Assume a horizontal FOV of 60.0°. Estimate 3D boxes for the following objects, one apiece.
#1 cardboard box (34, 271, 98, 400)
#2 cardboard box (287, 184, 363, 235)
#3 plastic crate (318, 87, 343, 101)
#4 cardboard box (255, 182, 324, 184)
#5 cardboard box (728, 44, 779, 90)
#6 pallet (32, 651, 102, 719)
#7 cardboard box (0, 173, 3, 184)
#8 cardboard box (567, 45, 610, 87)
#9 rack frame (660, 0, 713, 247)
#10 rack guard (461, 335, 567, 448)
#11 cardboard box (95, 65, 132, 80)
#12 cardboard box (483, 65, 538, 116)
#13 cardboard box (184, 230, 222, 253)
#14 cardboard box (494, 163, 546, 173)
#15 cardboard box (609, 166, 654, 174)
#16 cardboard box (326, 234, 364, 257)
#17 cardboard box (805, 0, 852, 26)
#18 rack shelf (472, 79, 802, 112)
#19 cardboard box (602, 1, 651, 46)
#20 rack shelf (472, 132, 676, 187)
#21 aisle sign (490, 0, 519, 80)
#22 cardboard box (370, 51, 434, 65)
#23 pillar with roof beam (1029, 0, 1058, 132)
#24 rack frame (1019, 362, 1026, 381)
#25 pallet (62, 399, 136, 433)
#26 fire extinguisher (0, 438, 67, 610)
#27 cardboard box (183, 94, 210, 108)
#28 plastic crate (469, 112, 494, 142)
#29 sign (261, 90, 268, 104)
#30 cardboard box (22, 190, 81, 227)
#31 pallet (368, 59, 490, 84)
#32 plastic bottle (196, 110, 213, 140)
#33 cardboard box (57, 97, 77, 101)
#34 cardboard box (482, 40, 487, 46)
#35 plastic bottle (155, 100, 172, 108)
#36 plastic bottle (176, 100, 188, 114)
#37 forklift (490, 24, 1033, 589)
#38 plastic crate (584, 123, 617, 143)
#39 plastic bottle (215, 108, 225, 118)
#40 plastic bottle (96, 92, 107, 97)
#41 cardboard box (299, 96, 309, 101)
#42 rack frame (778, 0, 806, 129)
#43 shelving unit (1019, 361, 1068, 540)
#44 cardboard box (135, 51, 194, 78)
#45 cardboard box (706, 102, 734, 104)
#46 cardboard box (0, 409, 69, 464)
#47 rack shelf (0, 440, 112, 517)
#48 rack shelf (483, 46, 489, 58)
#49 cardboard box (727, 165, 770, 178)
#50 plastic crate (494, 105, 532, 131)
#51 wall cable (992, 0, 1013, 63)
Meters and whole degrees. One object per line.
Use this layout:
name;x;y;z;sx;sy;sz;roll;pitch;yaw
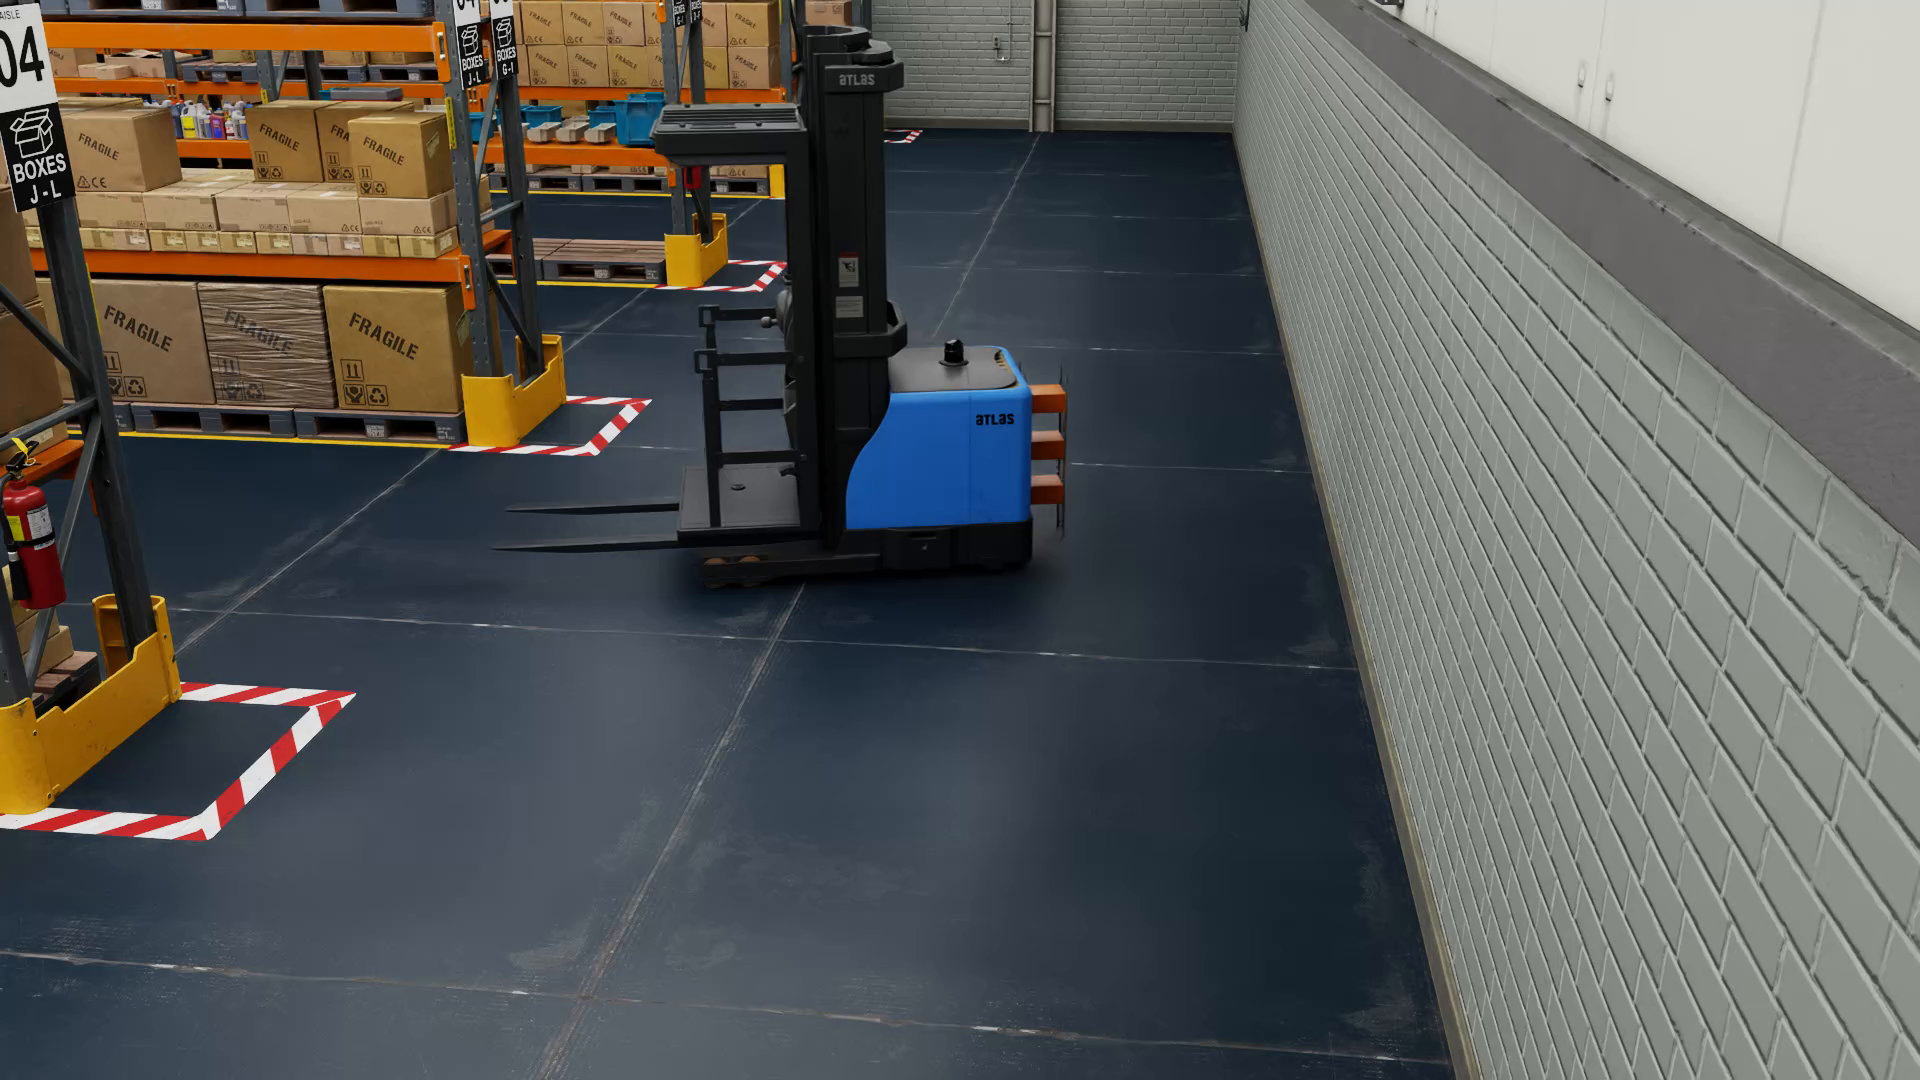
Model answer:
cardboard box;-6.558;-1.580;12.174;0.875;0.875;0.875;2;22;6
cardboard box;-4.248;-2.272;11.406;0.500;0.250;0.500;2;22;5
plastic crate;-6.117;-4.363;16.837;0.575;0.384;0.392;2;22;6
cardboard box;-4.692;-2.488;11.953;0.500;0.250;0.500;2;22;4
cardboard box;-2.539;-5.840;20.497;0.500;0.500;0.500;3;22;8
pallet;-4.794;0.795;7.642;1.213;0.211;1.003;2;22;6
cardboard box;-6.758;-2.733;11.554;0.500;0.500;0.500;2;22;6
cardboard box;-4.555;-5.928;20.719;0.500;0.500;0.500;2;22;6
rack frame;-2.649;-4.066;16.143;0.127;3.000;1.000;2;22;6
rack guard;-3.208;-1.094;12.026;0.348;0.500;1.175;2;22;6
cardboard box;-10.932;-6.041;21.482;0.250;0.149;0.380;2;22;6
cardboard box;-6.999;-7.069;26.094;0.750;0.750;0.750;3;22;8
cardboard box;-5.142;-2.102;11.518;0.250;0.149;0.380;3;22;7
cardboard box;-5.643;-4.904;21.323;0.500;0.311;0.500;2;22;6
cardboard box;-4.168;-5.011;21.332;0.637;0.503;0.797;2;22;6
cardboard box;-4.133;-2.057;11.406;0.250;0.149;0.380;3;22;6
cardboard box;-1.991;-7.841;25.284;0.700;0.700;0.980;3;22;9
rack shelf;-4.048;-5.626;21.068;4.000;0.370;1.077;2;22;6
cardboard box;-4.064;-6.369;20.473;0.500;0.500;0.500;3;22;8
rack shelf;-4.635;-3.817;16.494;4.000;0.370;1.077;2;22;6
aisle sign;-3.125;-3.573;11.360;0.004;0.787;0.394;2;22;6
cardboard box;-7.169;-6.397;21.335;0.500;0.500;0.700;6;22;15
pillar with roof beam;0.793;-9.100;20.717;0.400;9.000;9.100;2;22;6
rack frame;0.362;-0.512;9.806;0.008;1.050;0.200;-3;22;-6
pallet;-6.458;-1.072;12.364;1.213;0.211;1.003;2;22;6
fire extinguisher;-3.720;-0.062;6.629;0.183;0.674;0.296;2;22;6
cardboard box;-12.148;-7.214;26.909;0.500;0.500;0.700;2;22;5
plastic crate;-4.718;-4.011;16.151;0.300;0.233;0.416;2;22;6
sign;-6.688;-4.167;16.022;0.005;0.325;0.100;2;22;6
cardboard box;-6.275;-2.360;11.628;0.500;0.250;0.500;2;22;6
pallet;-6.815;-6.032;21.379;1.213;0.211;1.003;2;22;6
plastic bottle;-7.413;-4.096;16.389;0.135;0.276;0.152;2;22;6
cardboard box;-6.716;-2.925;12.039;0.500;0.500;0.500;3;22;8
cardboard box;-7.343;-7.746;25.768;0.250;0.149;0.380;3;22;8
plastic bottle;-8.186;-4.390;17.133;0.135;0.276;0.152;2;22;6
plastic bottle;-7.739;-4.197;16.542;0.185;0.351;0.144;2;22;6
forklift;-1.143;-1.299;9.239;3.031;2.935;1.130;-3;22;-6
plastic crate;-3.480;-3.940;16.103;0.243;0.136;0.396;2;22;6
plastic bottle;-7.608;-4.340;17.109;0.097;0.201;0.097;0;22;0
plastic bottle;-8.853;-4.455;17.197;0.185;0.351;0.144;2;22;6
cardboard box;-10.149;-7.083;26.577;0.500;0.500;0.700;3;22;7
rack frame;-2.062;-5.874;20.717;0.127;3.000;1.000;2;22;6
shelving unit;0.483;-0.517;9.820;0.252;1.050;0.215;-3;22;-6
cardboard box;-10.363;-6.210;21.689;0.500;0.311;0.500;4;22;10
cardboard box;-3.717;-6.773;25.820;0.500;0.500;0.700;3;22;8
cardboard box;-4.199;-0.468;7.384;0.250;0.149;0.380;2;22;6
rack shelf;-5.902;-0.203;7.351;4.000;0.370;1.077;2;22;6
rack shelf;-7.441;-7.608;26.081;4.000;0.370;1.077;2;22;6
cardboard box;-2.631;-4.850;20.928;0.500;0.500;0.500;2;22;6
plastic crate;-4.461;-4.216;16.671;0.300;0.233;0.416;2;22;6
wall cable;-0.100;-8.445;25.839;1.851;1.984;0.084;2;22;6
